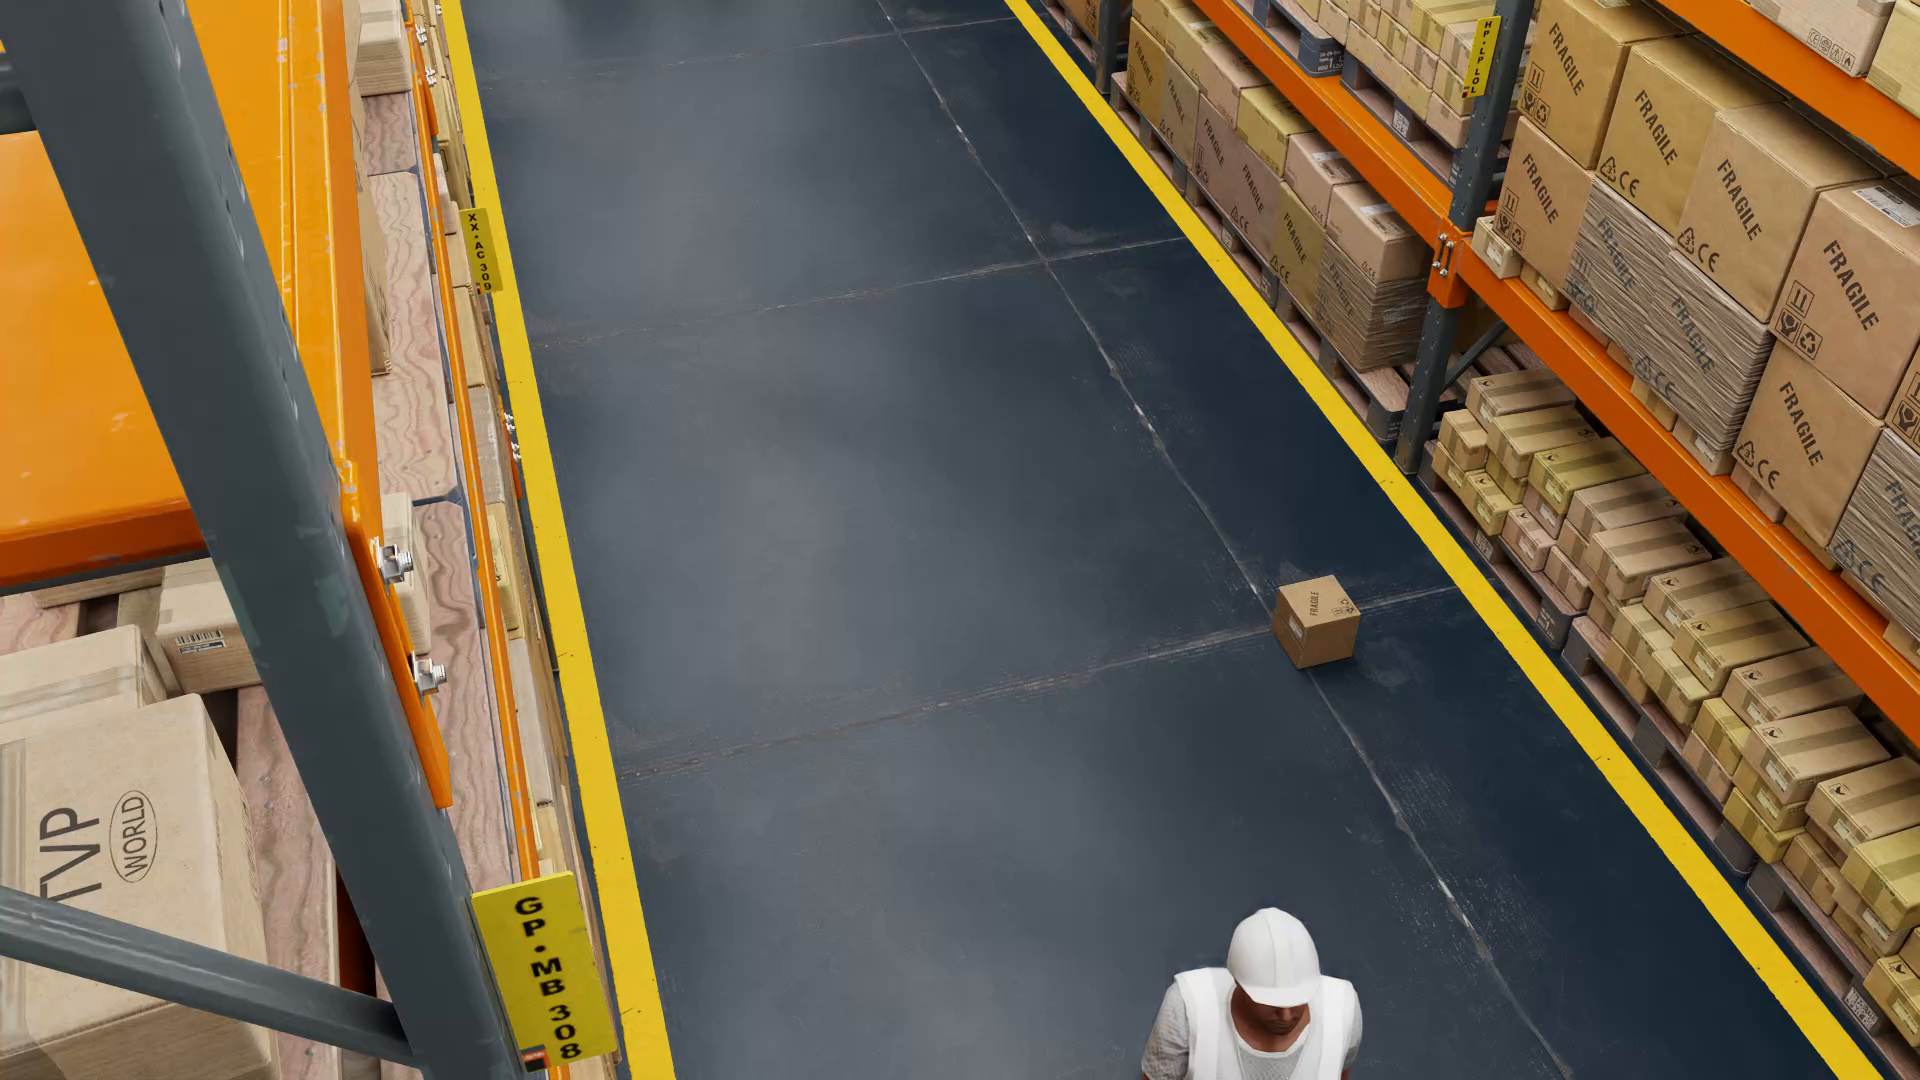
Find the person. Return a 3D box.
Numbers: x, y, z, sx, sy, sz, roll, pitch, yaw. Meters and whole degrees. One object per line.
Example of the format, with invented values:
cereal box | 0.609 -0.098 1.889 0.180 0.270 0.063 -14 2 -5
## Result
person | 0.717 1.615 4.342 0.545 1.735 1.037 6 42 7
